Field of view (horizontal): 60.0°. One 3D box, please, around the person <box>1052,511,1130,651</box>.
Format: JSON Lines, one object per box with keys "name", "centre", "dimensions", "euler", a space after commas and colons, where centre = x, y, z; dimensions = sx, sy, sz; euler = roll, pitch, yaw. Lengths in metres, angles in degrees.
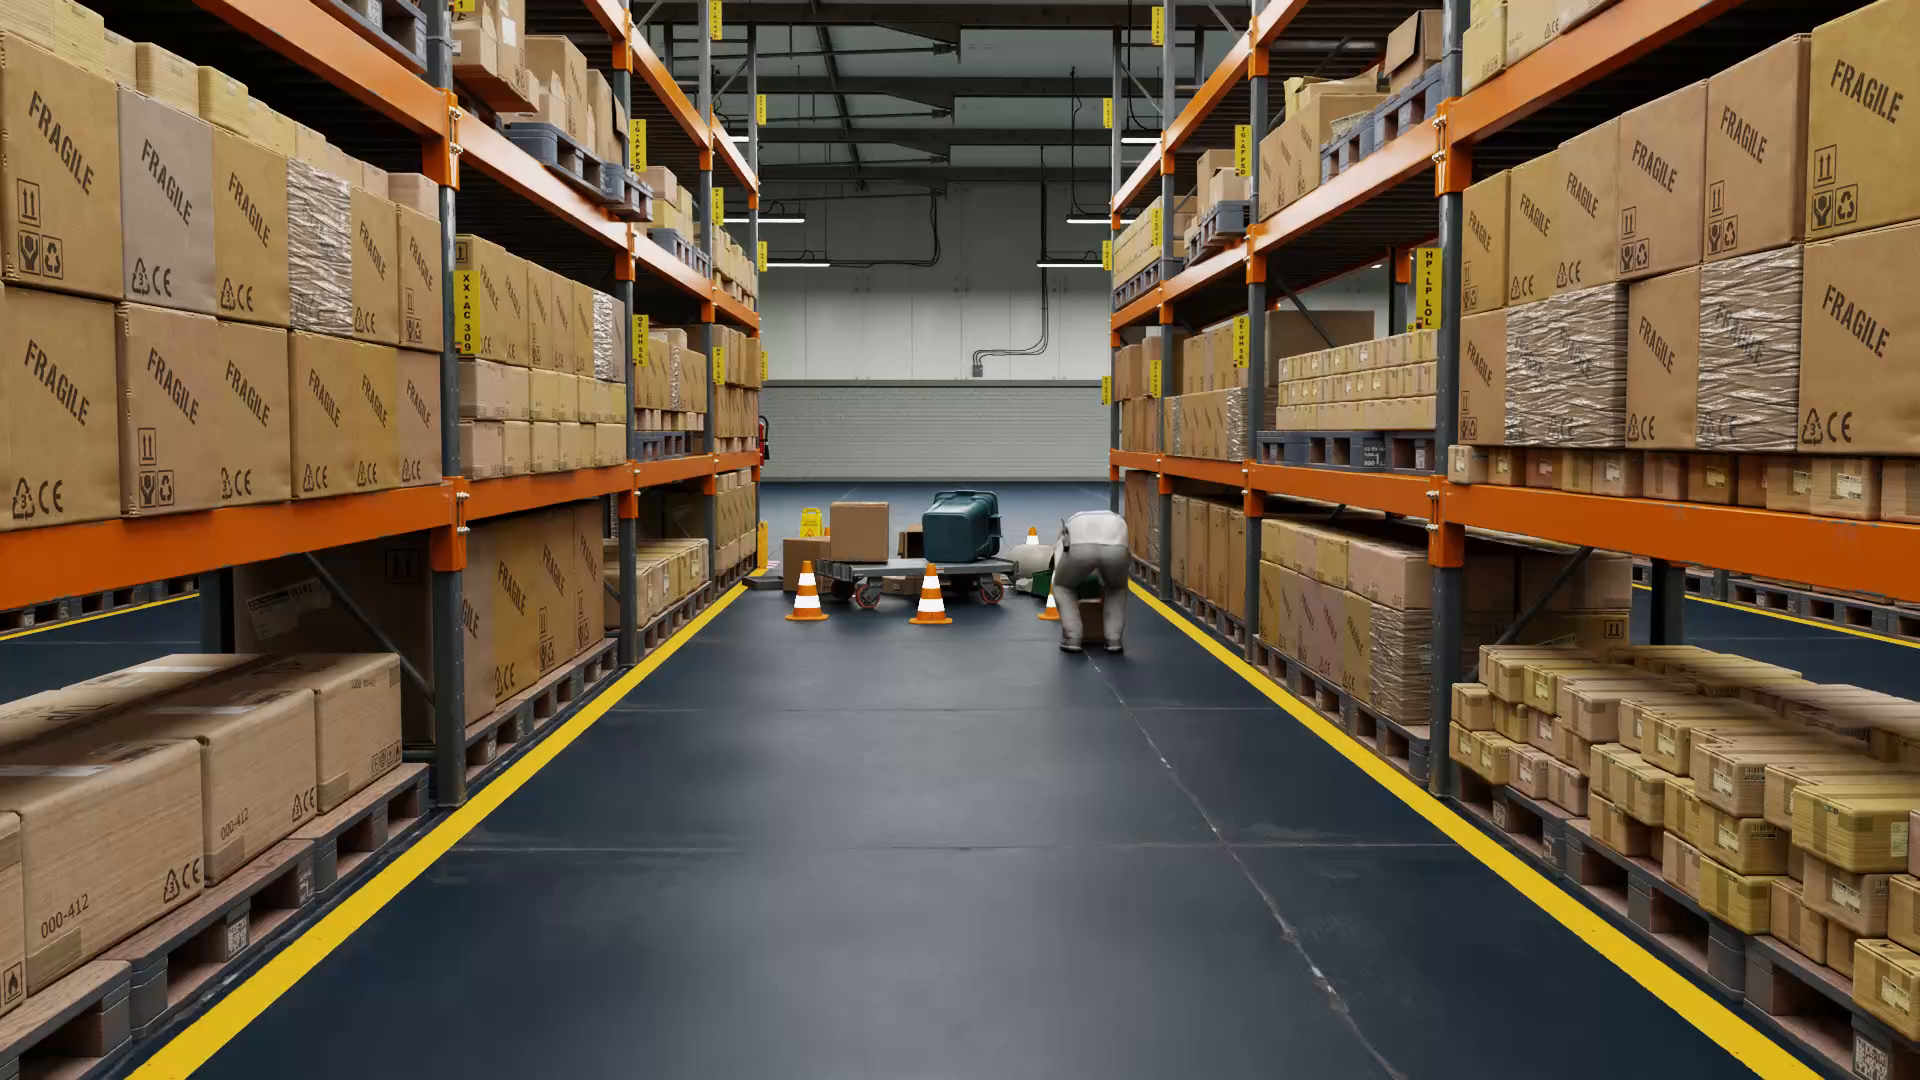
{"name": "person", "centre": [0.901, 0.269, 11.619], "dimensions": [0.538, 0.966, 1.023], "euler": [0, 4, -4]}
